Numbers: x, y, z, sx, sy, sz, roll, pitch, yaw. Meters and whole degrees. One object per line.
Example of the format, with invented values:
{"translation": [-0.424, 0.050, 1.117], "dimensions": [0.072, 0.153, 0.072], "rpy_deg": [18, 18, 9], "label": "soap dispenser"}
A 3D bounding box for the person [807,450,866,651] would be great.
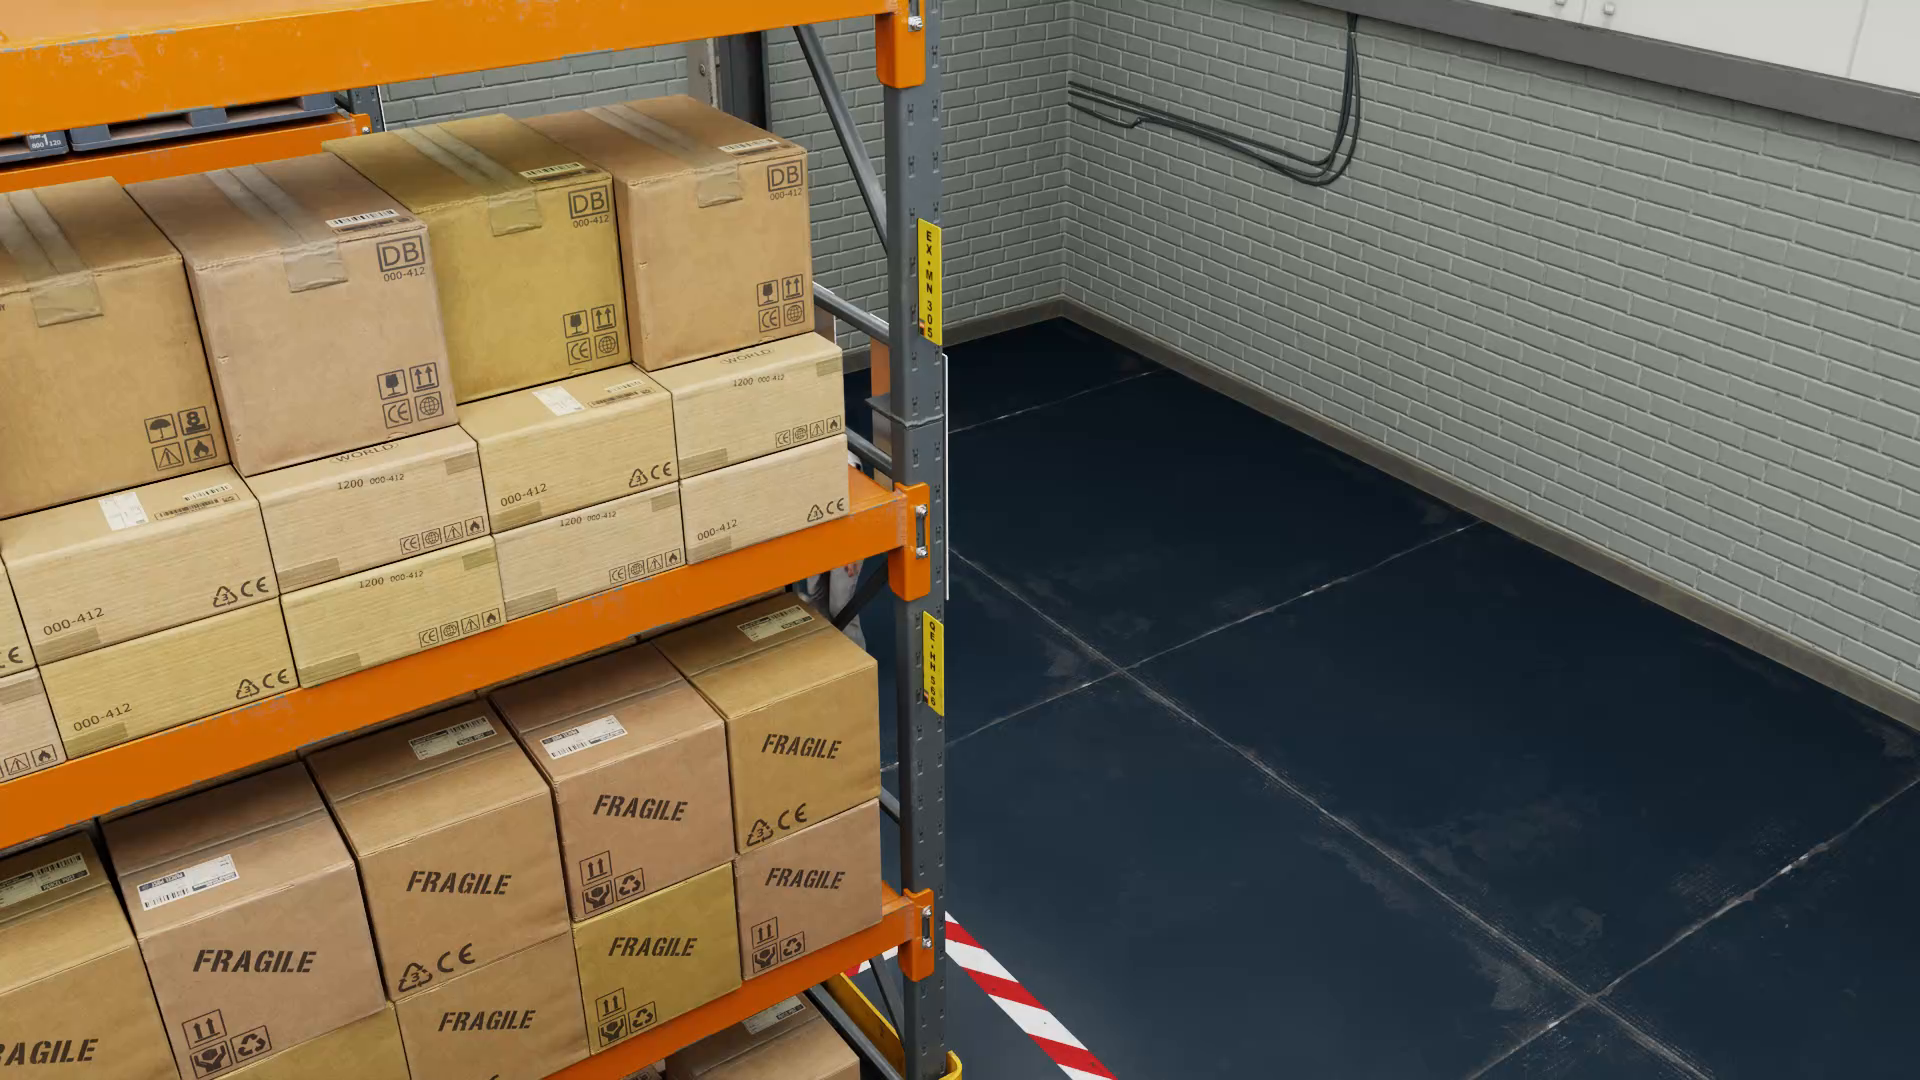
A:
{"translation": [-0.655, 0.015, 8.611], "dimensions": [0.347, 1.592, 0.473], "rpy_deg": [-21, 35, -33], "label": "person"}
